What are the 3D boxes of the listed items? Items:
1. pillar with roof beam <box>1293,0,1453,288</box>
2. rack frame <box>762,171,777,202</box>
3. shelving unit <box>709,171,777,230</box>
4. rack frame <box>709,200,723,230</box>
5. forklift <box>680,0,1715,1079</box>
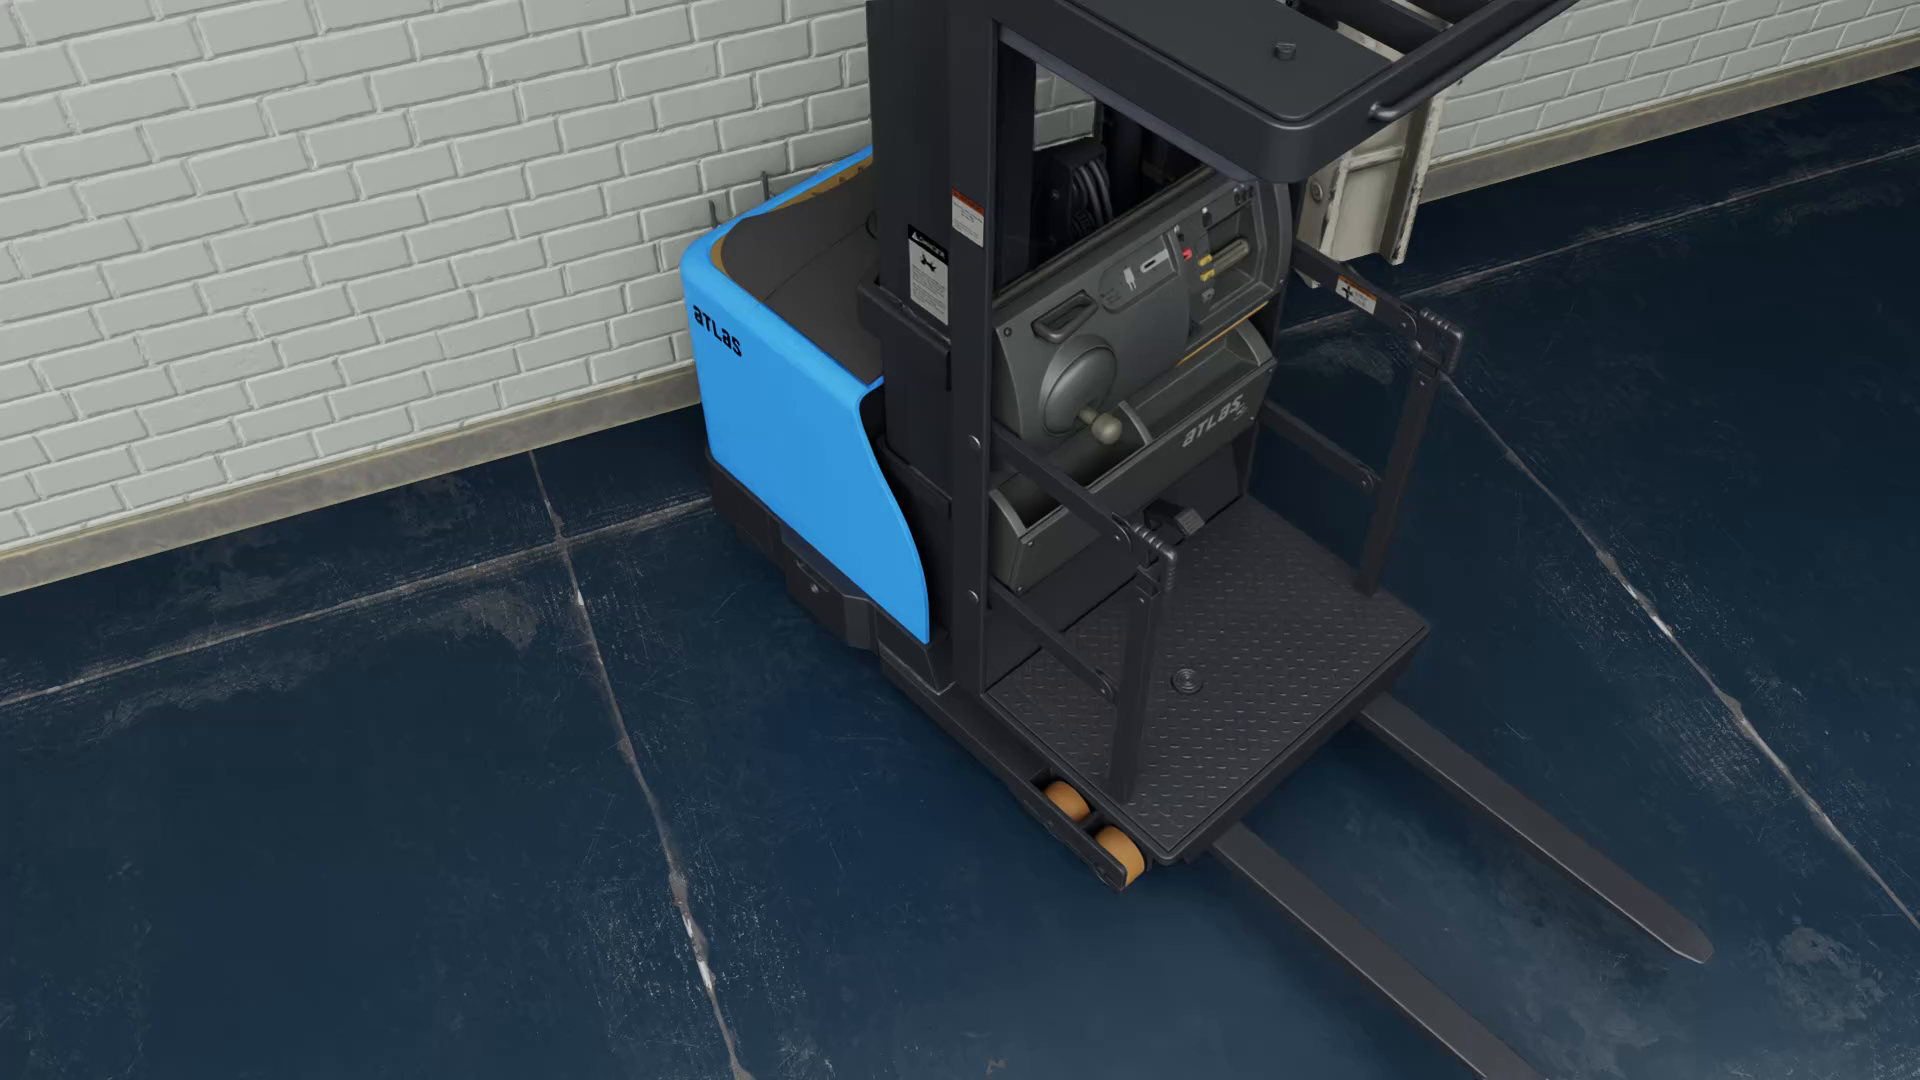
[{"bbox_3d":[3.027,-0.985,0.164,0.400,9.000,9.100,-17,52,-14],"label":"pillar with roof beam"},{"bbox_3d":[-0.513,-0.756,5.306,0.006,0.900,0.240,-36,58,-27],"label":"rack frame"},{"bbox_3d":[-0.586,-0.702,5.260,0.210,0.900,0.258,-36,58,-27],"label":"shelving unit"},{"bbox_3d":[-0.660,-0.649,5.214,0.006,0.900,0.240,-36,58,-27],"label":"rack frame"},{"bbox_3d":[0.587,-0.473,3.724,1.130,2.935,3.031,-35,58,-26],"label":"forklift"}]
